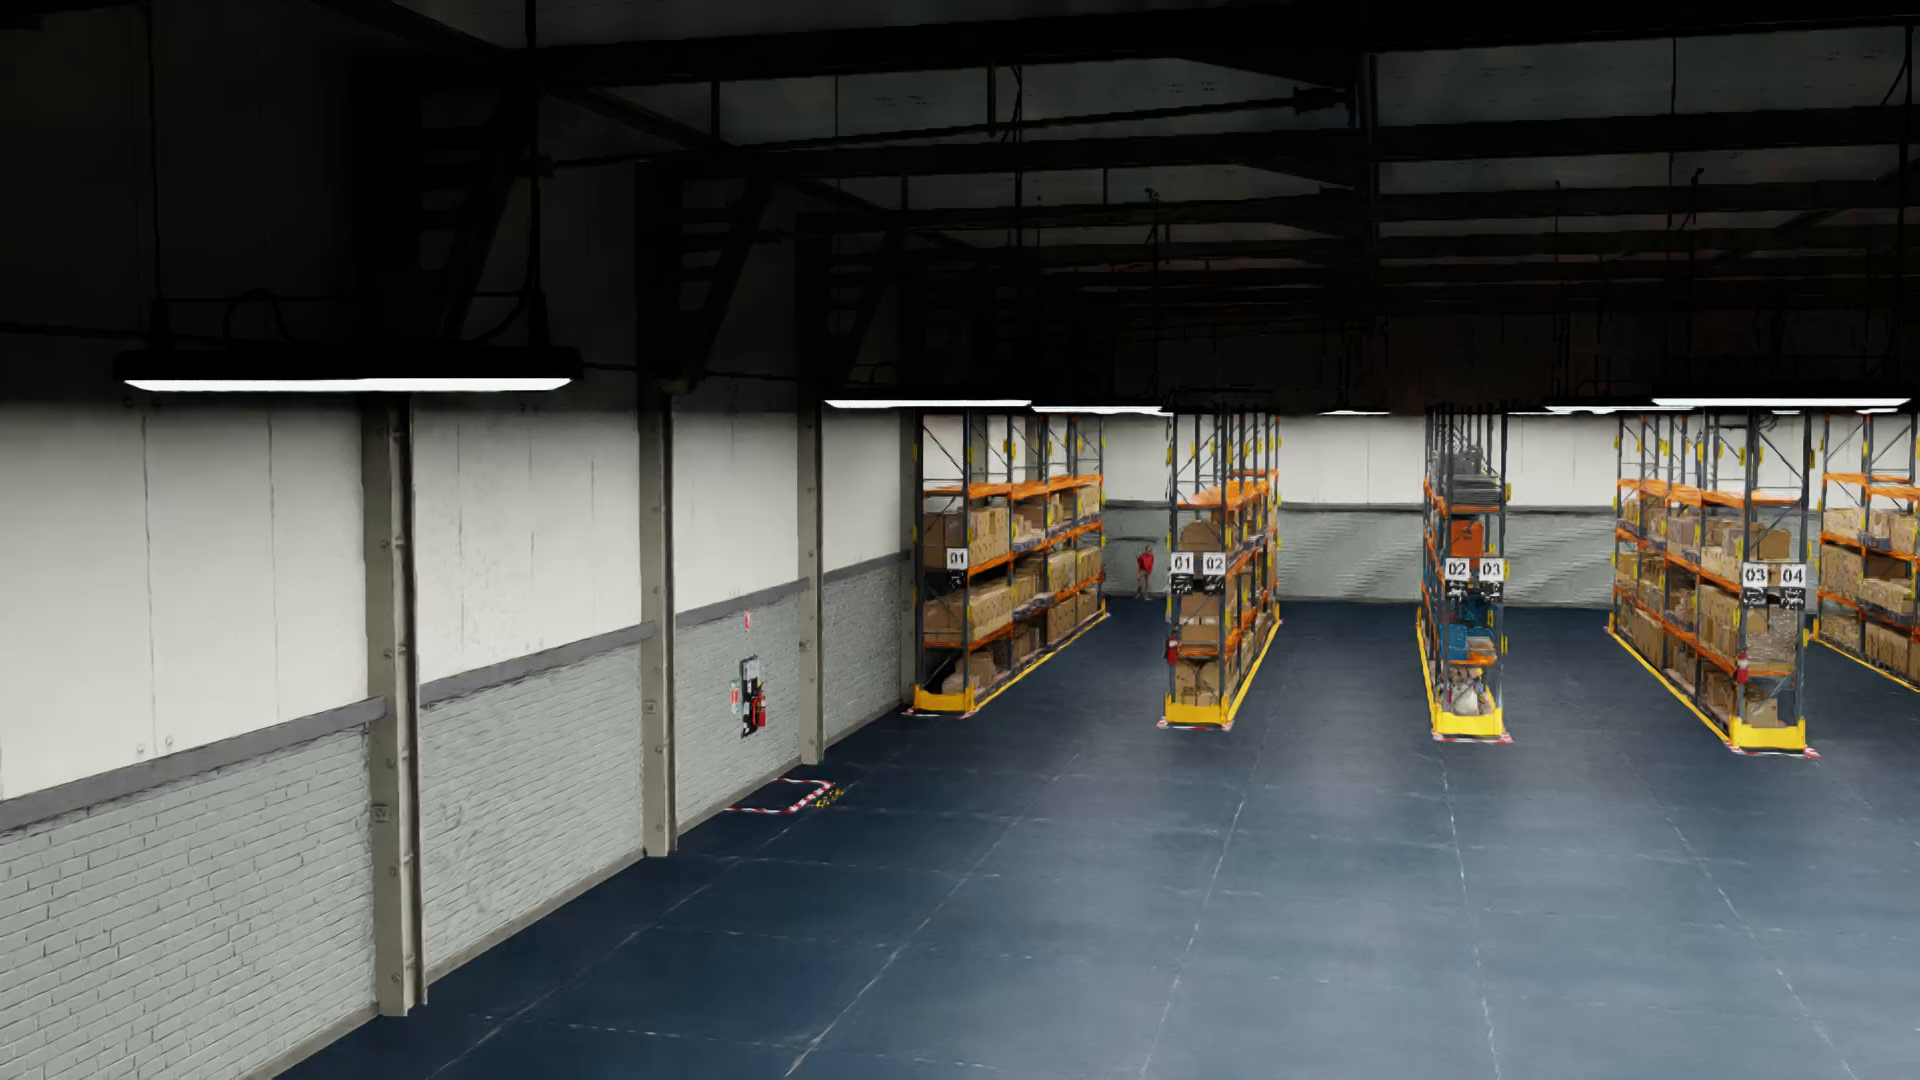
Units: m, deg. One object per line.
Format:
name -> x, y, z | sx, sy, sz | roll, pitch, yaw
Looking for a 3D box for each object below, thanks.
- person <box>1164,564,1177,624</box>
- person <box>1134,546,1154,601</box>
person -> 5.875, 1.470, 46.190 | 0.390, 1.664, 0.611 | 0, 4, 2
person -> 5.744, 1.033, 51.976 | 0.592, 1.713, 0.569 | -2, 5, -22
